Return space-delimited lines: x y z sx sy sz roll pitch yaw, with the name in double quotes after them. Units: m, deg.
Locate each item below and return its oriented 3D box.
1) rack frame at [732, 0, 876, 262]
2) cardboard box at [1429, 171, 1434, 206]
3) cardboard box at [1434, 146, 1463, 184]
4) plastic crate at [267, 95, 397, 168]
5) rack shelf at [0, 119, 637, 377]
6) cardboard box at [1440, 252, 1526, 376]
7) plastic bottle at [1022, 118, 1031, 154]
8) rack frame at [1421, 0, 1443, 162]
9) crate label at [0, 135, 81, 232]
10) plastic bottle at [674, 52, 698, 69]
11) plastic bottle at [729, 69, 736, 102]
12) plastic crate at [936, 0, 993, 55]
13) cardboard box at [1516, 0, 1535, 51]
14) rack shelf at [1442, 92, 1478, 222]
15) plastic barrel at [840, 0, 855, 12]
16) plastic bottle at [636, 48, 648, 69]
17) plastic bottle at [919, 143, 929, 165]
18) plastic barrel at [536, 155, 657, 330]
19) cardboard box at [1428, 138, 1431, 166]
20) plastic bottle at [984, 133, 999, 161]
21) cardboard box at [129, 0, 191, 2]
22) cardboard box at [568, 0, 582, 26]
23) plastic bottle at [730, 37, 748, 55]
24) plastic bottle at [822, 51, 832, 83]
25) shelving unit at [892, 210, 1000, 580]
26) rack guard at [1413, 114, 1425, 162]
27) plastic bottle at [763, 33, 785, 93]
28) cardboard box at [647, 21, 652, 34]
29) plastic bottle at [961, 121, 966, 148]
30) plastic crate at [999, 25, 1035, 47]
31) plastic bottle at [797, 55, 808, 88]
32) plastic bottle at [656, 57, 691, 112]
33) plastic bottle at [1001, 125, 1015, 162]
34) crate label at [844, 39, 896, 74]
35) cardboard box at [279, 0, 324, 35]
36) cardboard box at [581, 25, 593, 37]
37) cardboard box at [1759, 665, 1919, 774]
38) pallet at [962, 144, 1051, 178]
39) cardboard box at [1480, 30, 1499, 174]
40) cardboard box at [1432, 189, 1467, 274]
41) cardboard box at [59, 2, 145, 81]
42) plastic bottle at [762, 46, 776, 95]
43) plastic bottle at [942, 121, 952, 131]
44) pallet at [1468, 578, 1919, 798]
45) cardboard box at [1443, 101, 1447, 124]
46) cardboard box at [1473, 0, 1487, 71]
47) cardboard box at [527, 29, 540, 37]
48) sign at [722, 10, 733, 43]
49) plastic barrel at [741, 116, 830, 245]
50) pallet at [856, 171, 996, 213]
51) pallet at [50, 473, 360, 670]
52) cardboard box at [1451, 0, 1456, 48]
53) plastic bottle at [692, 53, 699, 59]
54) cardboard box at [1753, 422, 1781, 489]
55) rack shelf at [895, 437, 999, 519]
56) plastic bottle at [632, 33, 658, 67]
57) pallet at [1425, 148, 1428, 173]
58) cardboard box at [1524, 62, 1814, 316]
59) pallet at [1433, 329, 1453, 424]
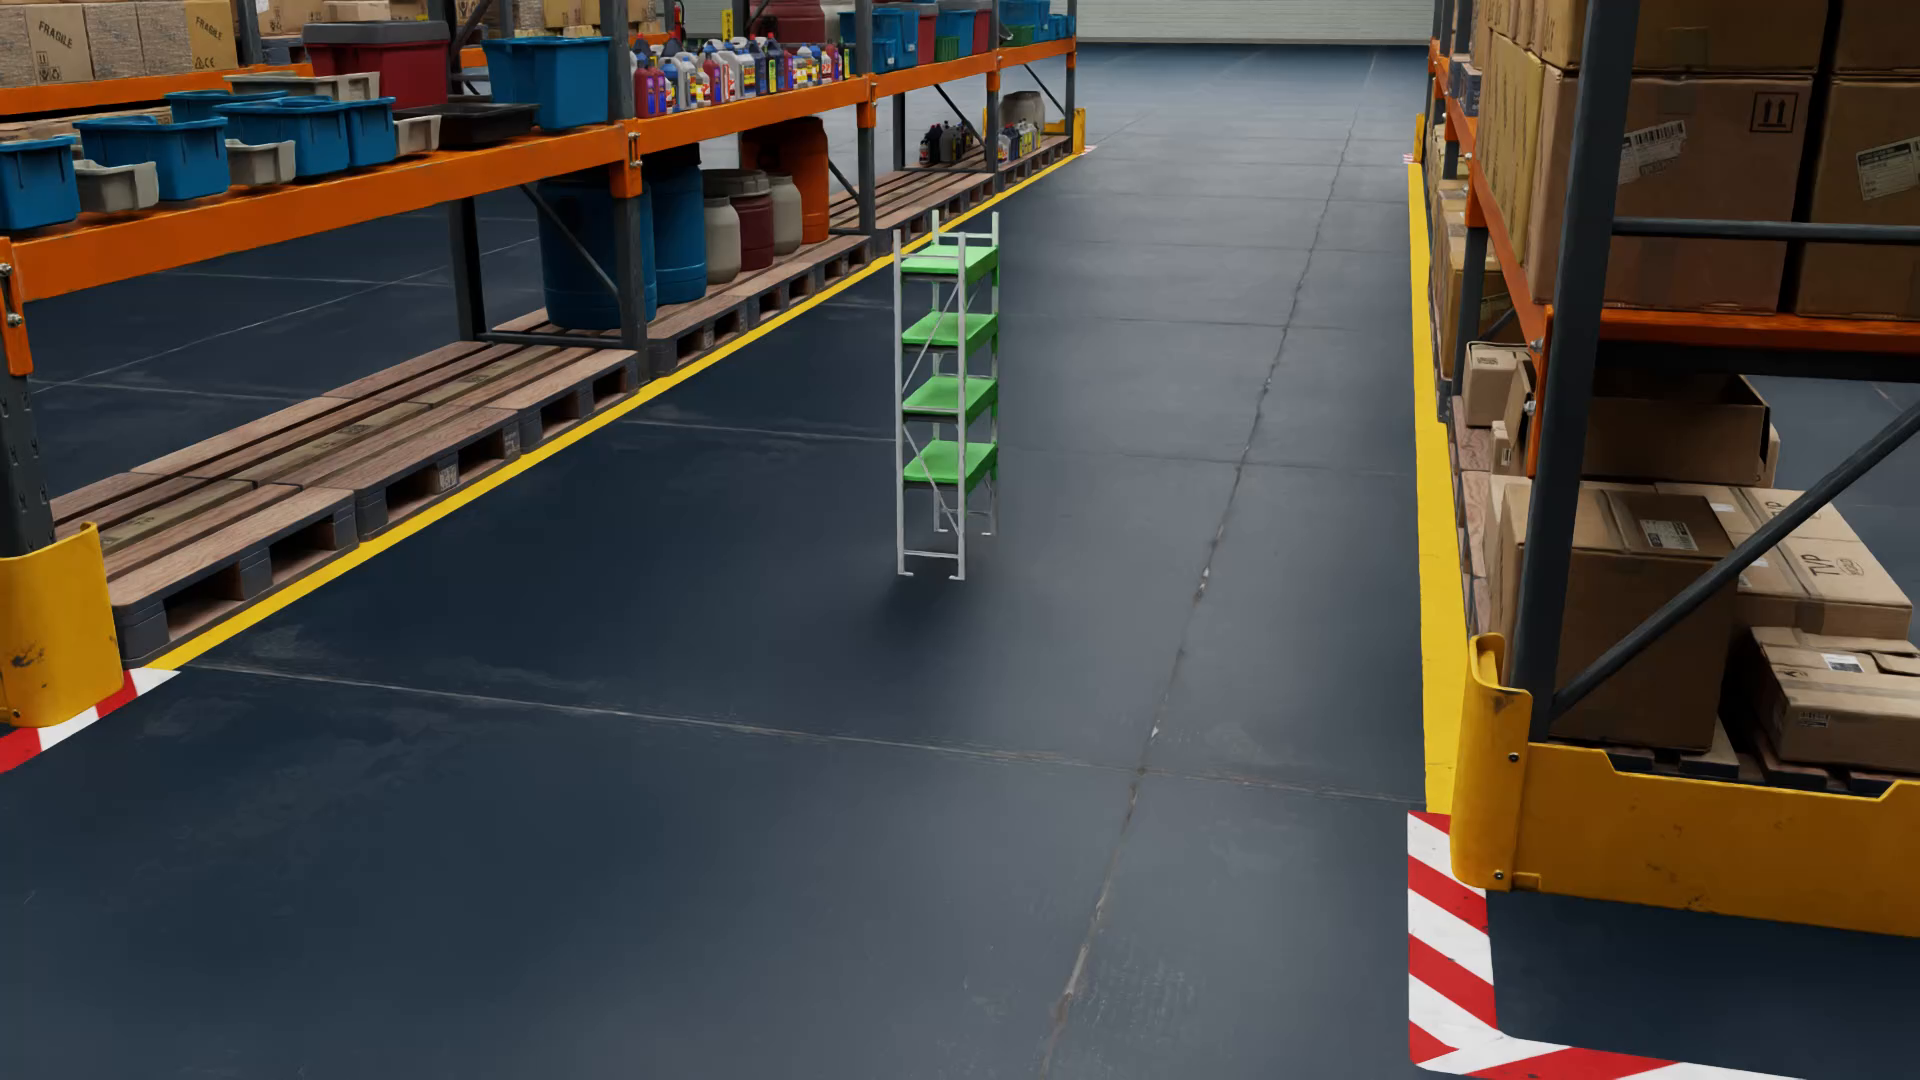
-1.116 -3.504 11.806 1.000 3.000 0.127 5 19 13 "rack frame"
4.075 -2.834 13.447 0.500 0.250 0.500 4 19 12 "cardboard box"
3.822 -2.780 12.422 0.500 0.311 0.500 5 19 13 "cardboard box"
-2.296 -1.504 6.117 0.416 0.233 0.300 5 19 13 "plastic crate"
-2.582 -1.283 6.417 1.077 0.370 4.000 5 19 13 "rack shelf"
2.552 -1.061 7.839 0.500 0.500 0.500 5 19 13 "cardboard box"
0.656 -4.184 17.213 0.144 0.351 0.185 5 20 16 "plastic bottle"
5.641 -5.619 17.999 1.000 3.000 0.127 5 19 13 "rack frame"
-2.691 -0.997 4.633 0.416 0.233 0.303 5 19 13 "crate label"
-1.532 -2.609 9.377 0.152 0.276 0.135 5 19 13 "plastic bottle"
-1.330 -2.596 9.454 0.097 0.201 0.097 0 19 0 "plastic bottle"
0.040 -4.612 14.951 0.402 0.464 0.583 5 19 13 "plastic crate"
1.819 -1.607 4.551 0.500 0.500 0.500 5 20 15 "cardboard box"
3.198 -2.145 8.939 1.077 0.370 4.000 5 19 13 "rack shelf"
-0.969 -4.028 13.168 0.421 0.512 0.421 0 19 0 "plastic barrel"
-1.915 -2.802 9.948 0.097 0.271 0.097 0 19 0 "plastic bottle"
-0.352 -3.780 16.263 0.097 0.201 0.097 0 19 0 "plastic bottle"
-1.944 -1.625 8.902 0.600 0.901 0.708 5 19 13 "plastic barrel"
4.805 -3.740 16.100 0.500 0.250 0.500 5 19 13 "cardboard box"
0.321 -3.944 16.512 0.144 0.351 0.185 5 19 13 "plastic bottle"
-6.113 -4.190 12.106 0.797 0.503 0.637 5 20 15 "cardboard box"
-4.591 -5.792 17.889 0.875 0.500 0.500 5 19 13 "cardboard box"
-1.535 -3.335 11.504 0.152 0.276 0.135 5 19 13 "plastic bottle"
-0.903 -3.143 11.055 0.097 0.201 0.097 0 19 0 "plastic bottle"
-0.040 -0.516 5.842 0.258 1.200 0.503 5 19 13 "shelving unit"
5.647 -4.444 18.425 1.175 0.500 0.348 5 19 13 "rack guard"
-1.160 -2.916 10.159 0.144 0.351 0.185 5 19 13 "plastic bottle"
-3.895 -6.100 19.795 0.380 0.149 0.250 5 19 13 "cardboard box"
0.021 -4.321 17.720 0.061 0.283 0.133 5 19 14 "plastic bottle"
0.467 -5.061 16.692 0.450 0.188 0.662 5 19 13 "plastic crate"
-1.022 -2.990 10.609 0.097 0.201 0.097 0 19 0 "plastic bottle"
-1.521 -2.421 8.828 0.152 0.276 0.135 5 19 13 "plastic bottle"
0.461 -3.933 16.479 0.144 0.351 0.185 5 20 15 "plastic bottle"
-0.649 -3.527 12.133 0.303 0.233 0.416 5 19 13 "crate label"
-5.786 -4.497 13.908 0.700 0.500 0.500 8 20 21 "cardboard box"
-4.244 -5.545 18.170 0.380 0.149 0.250 5 19 13 "cardboard box"
2.167 0.432 4.011 0.380 0.149 0.250 5 19 13 "cardboard box"
0.362 -4.029 17.657 1.003 0.211 1.213 5 19 13 "pallet"
2.198 -1.607 6.096 0.500 0.500 0.500 5 19 14 "cardboard box"
3.176 -1.853 10.157 0.500 0.500 0.500 4 19 11 "cardboard box"
-6.050 -3.450 11.492 0.500 0.500 0.500 4 19 12 "cardboard box"
-1.158 -2.831 10.015 0.061 0.283 0.133 5 19 13 "plastic bottle"
-0.135 -4.099 16.964 0.144 0.351 0.185 5 19 13 "plastic bottle"
1.944 0.442 4.569 1.003 0.211 1.213 5 19 13 "pallet"
4.699 -3.936 15.516 0.500 0.500 0.500 5 19 13 "cardboard box"
3.081 -2.663 8.539 0.700 0.500 0.500 0 19 -1 "cardboard box"
-4.524 -5.151 17.017 0.380 0.149 0.250 5 19 13 "cardboard box"
-1.651 -3.623 11.901 0.100 0.325 0.005 5 19 13 "sign"
-1.219 -2.521 11.636 0.600 0.830 0.708 5 19 13 "plastic barrel"
-0.293 -3.189 15.198 1.003 0.211 1.213 5 19 13 "pallet"
-2.831 0.067 5.664 1.003 0.211 1.213 5 19 13 "pallet"
5.015 -4.875 15.666 0.700 0.500 0.500 5 19 14 "cardboard box"
-1.736 -3.079 10.869 0.097 0.201 0.097 0 19 0 "plastic bottle"
2.662 -0.358 6.074 0.500 0.311 0.500 5 19 13 "cardboard box"
-0.040 -0.228 5.940 0.258 0.148 0.480 5 19 13 "rack shelf"
-1.917 -2.886 10.074 0.144 0.351 0.185 5 19 13 "plastic bottle"
5.495 -4.057 17.738 1.003 0.211 1.213 5 19 13 "pallet"
1.577 -0.814 3.774 0.500 0.500 0.500 5 20 15 "cardboard box"
2.871 -0.796 8.193 1.003 0.211 1.213 5 19 13 "pallet"
